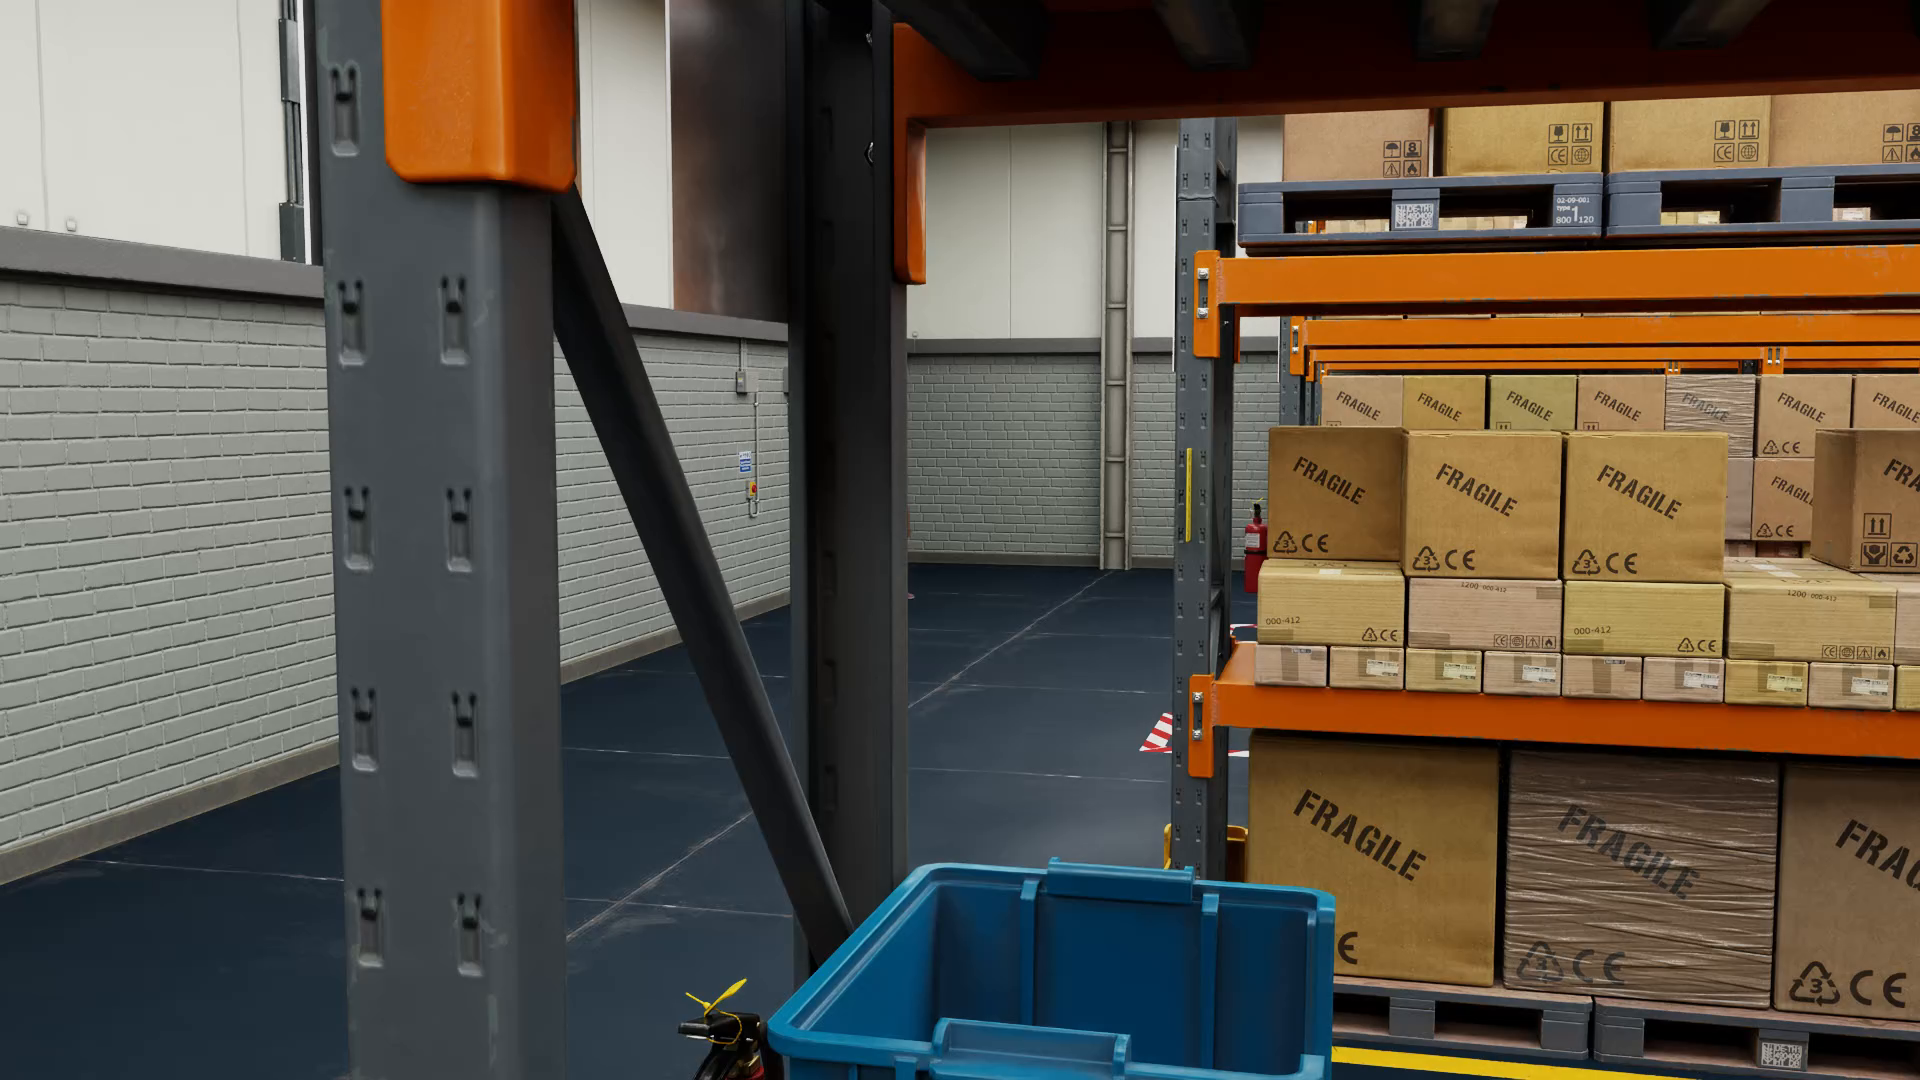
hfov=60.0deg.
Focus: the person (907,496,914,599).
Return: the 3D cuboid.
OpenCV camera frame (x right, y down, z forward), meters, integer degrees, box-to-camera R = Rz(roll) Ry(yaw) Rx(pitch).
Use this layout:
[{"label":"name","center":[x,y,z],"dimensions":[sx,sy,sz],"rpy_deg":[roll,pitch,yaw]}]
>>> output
[{"label":"person","center":[-0.800,-0.142,18.955],"dimensions":[0.527,1.654,0.351],"rpy_deg":[1,5,10]}]
